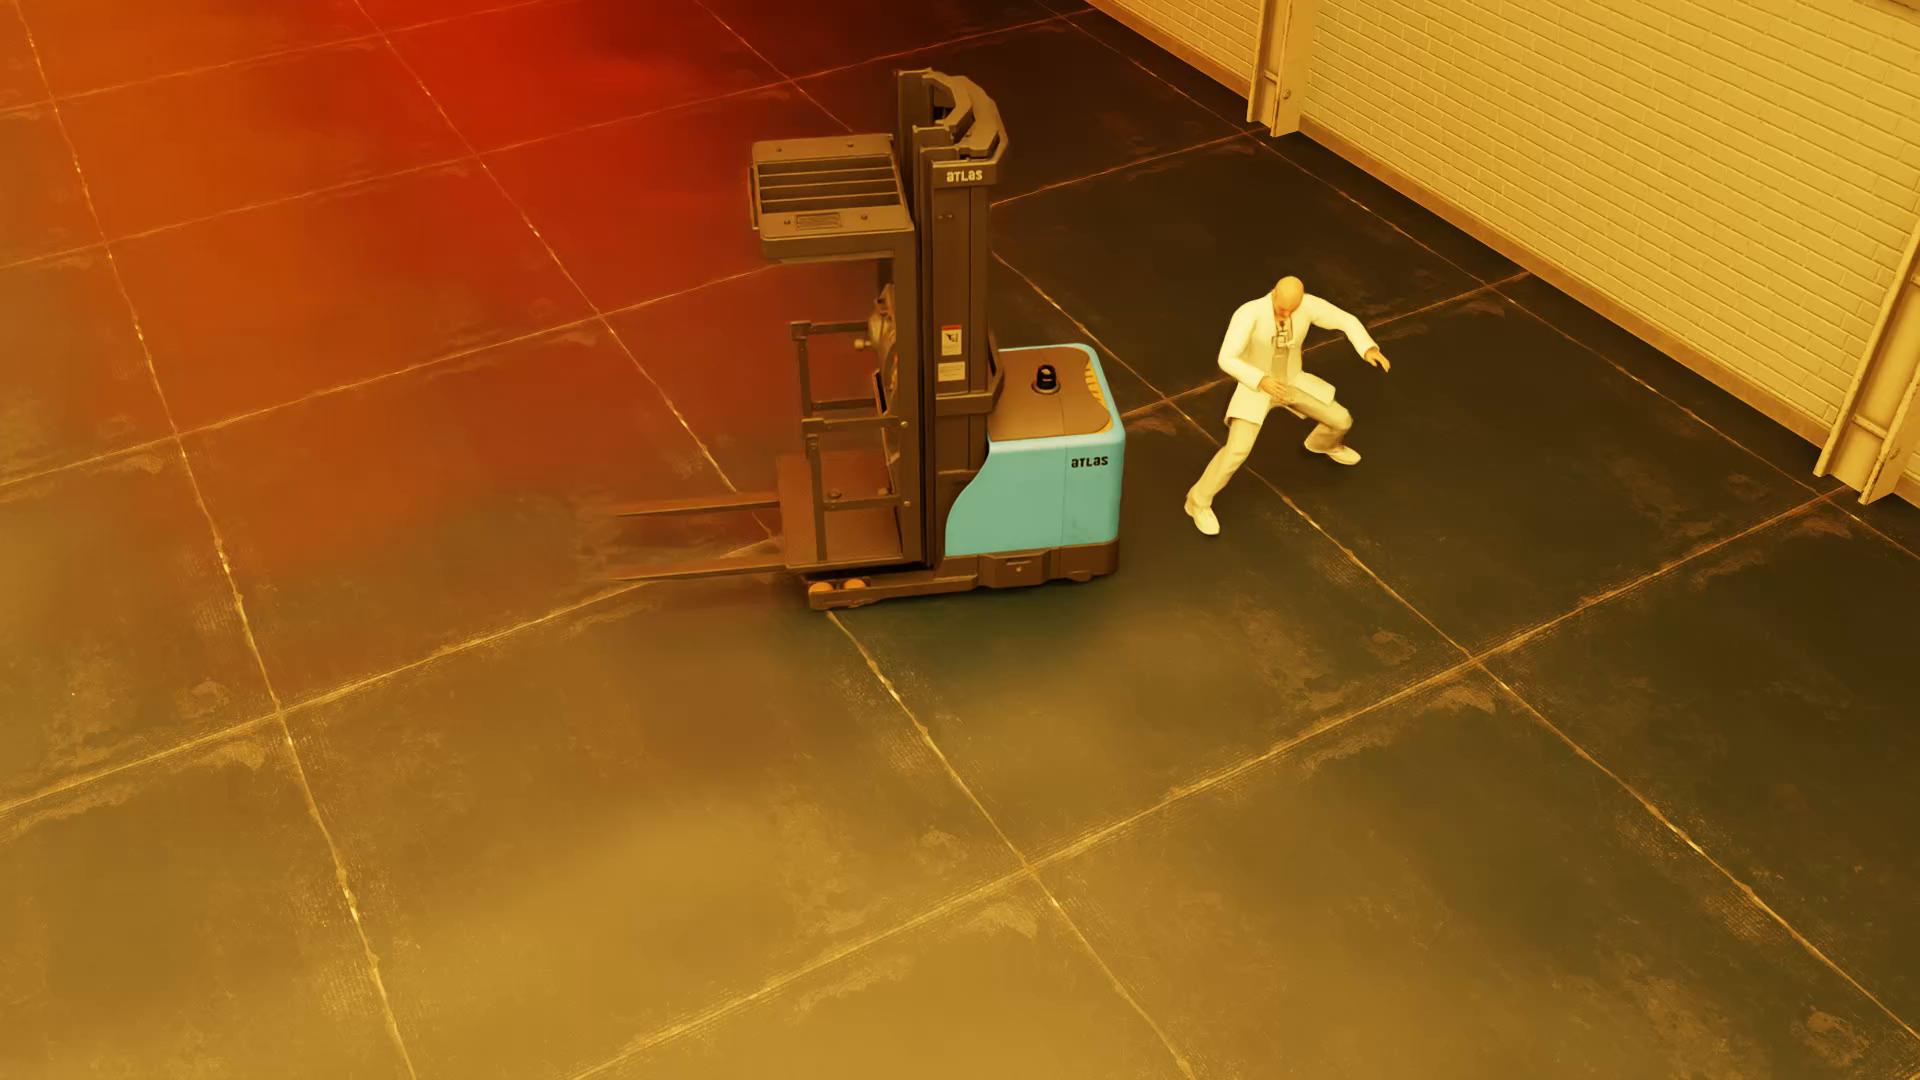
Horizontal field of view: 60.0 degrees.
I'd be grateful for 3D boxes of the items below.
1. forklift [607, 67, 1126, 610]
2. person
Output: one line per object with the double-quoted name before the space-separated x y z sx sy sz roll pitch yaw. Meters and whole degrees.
"forklift" -0.604 -1.075 9.332 3.031 2.935 1.130 -5 40 -6
"person" 2.034 -0.906 10.216 1.272 1.537 0.730 -9 40 -10
